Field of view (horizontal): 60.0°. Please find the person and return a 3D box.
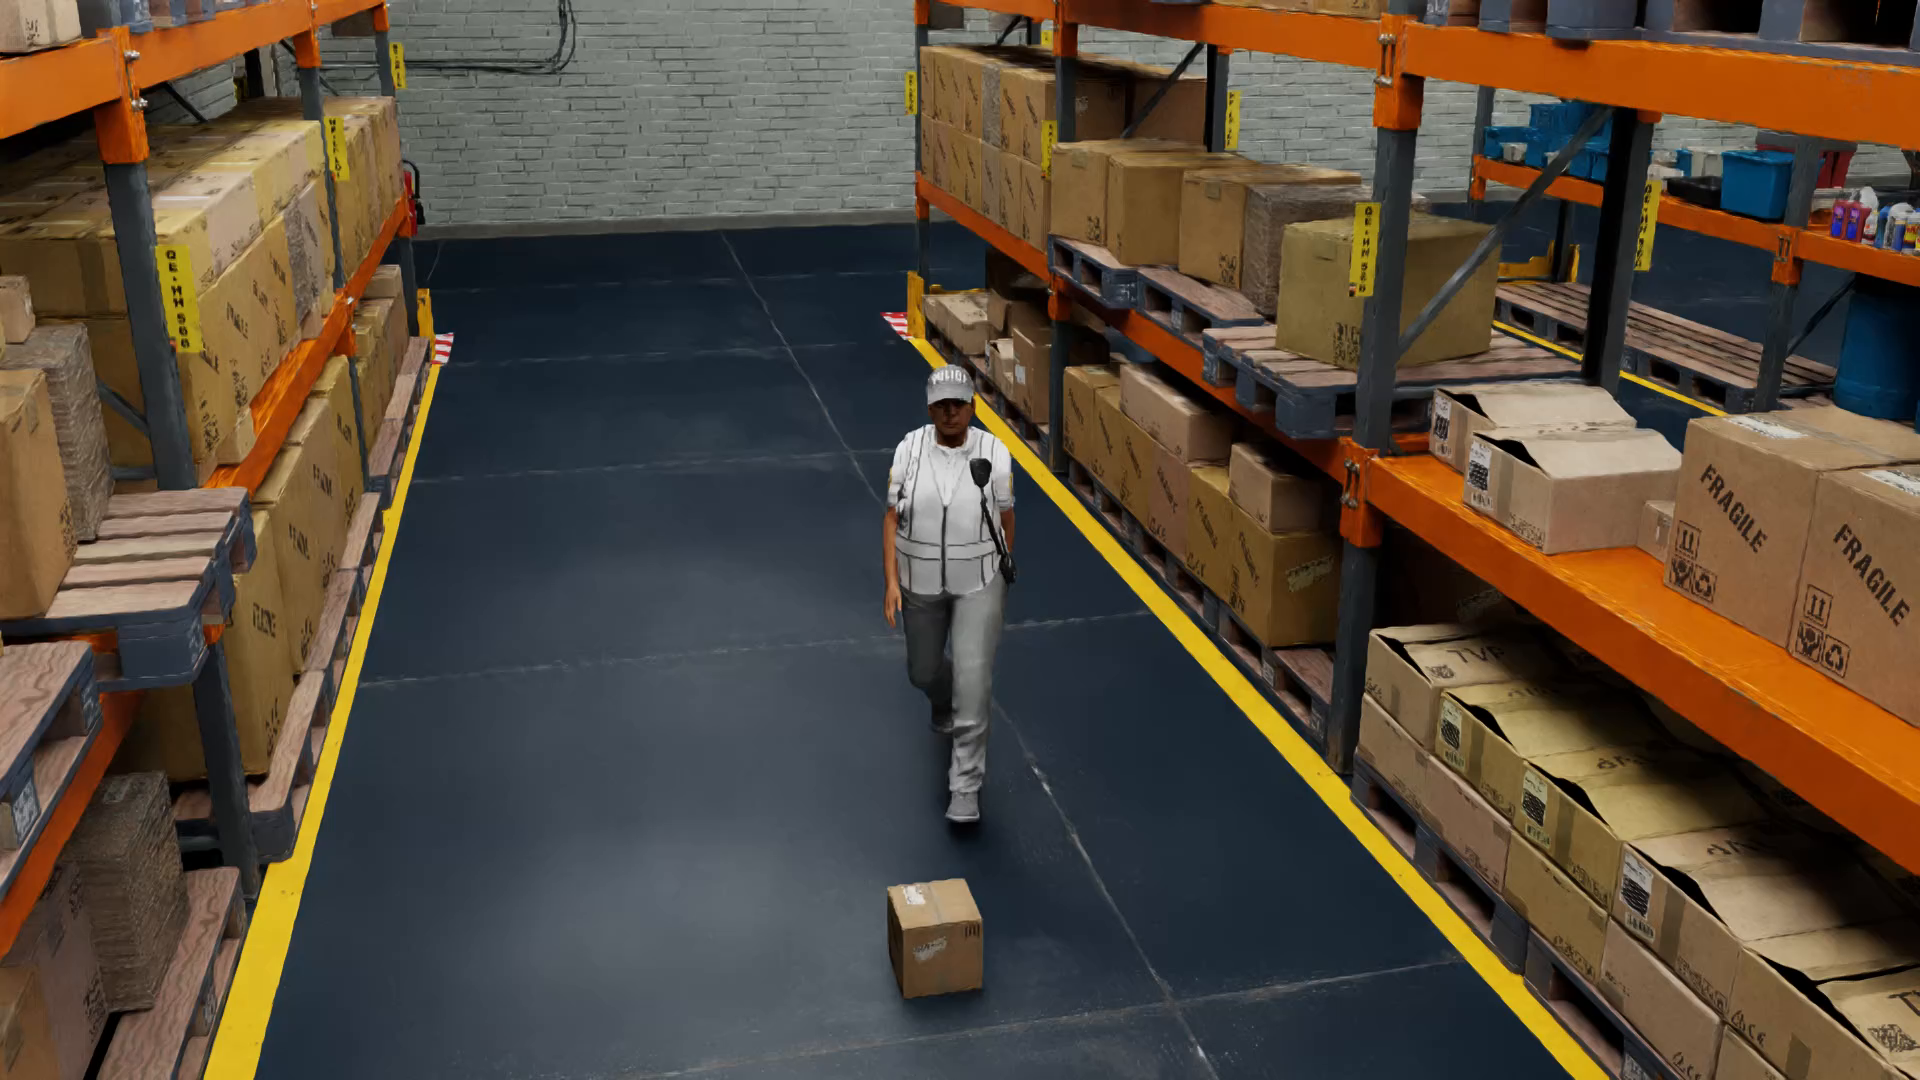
[{"bbox_3d":[-0.034,0.146,6.163,0.491,1.625,0.964,3,20,9],"label":"person"}]
